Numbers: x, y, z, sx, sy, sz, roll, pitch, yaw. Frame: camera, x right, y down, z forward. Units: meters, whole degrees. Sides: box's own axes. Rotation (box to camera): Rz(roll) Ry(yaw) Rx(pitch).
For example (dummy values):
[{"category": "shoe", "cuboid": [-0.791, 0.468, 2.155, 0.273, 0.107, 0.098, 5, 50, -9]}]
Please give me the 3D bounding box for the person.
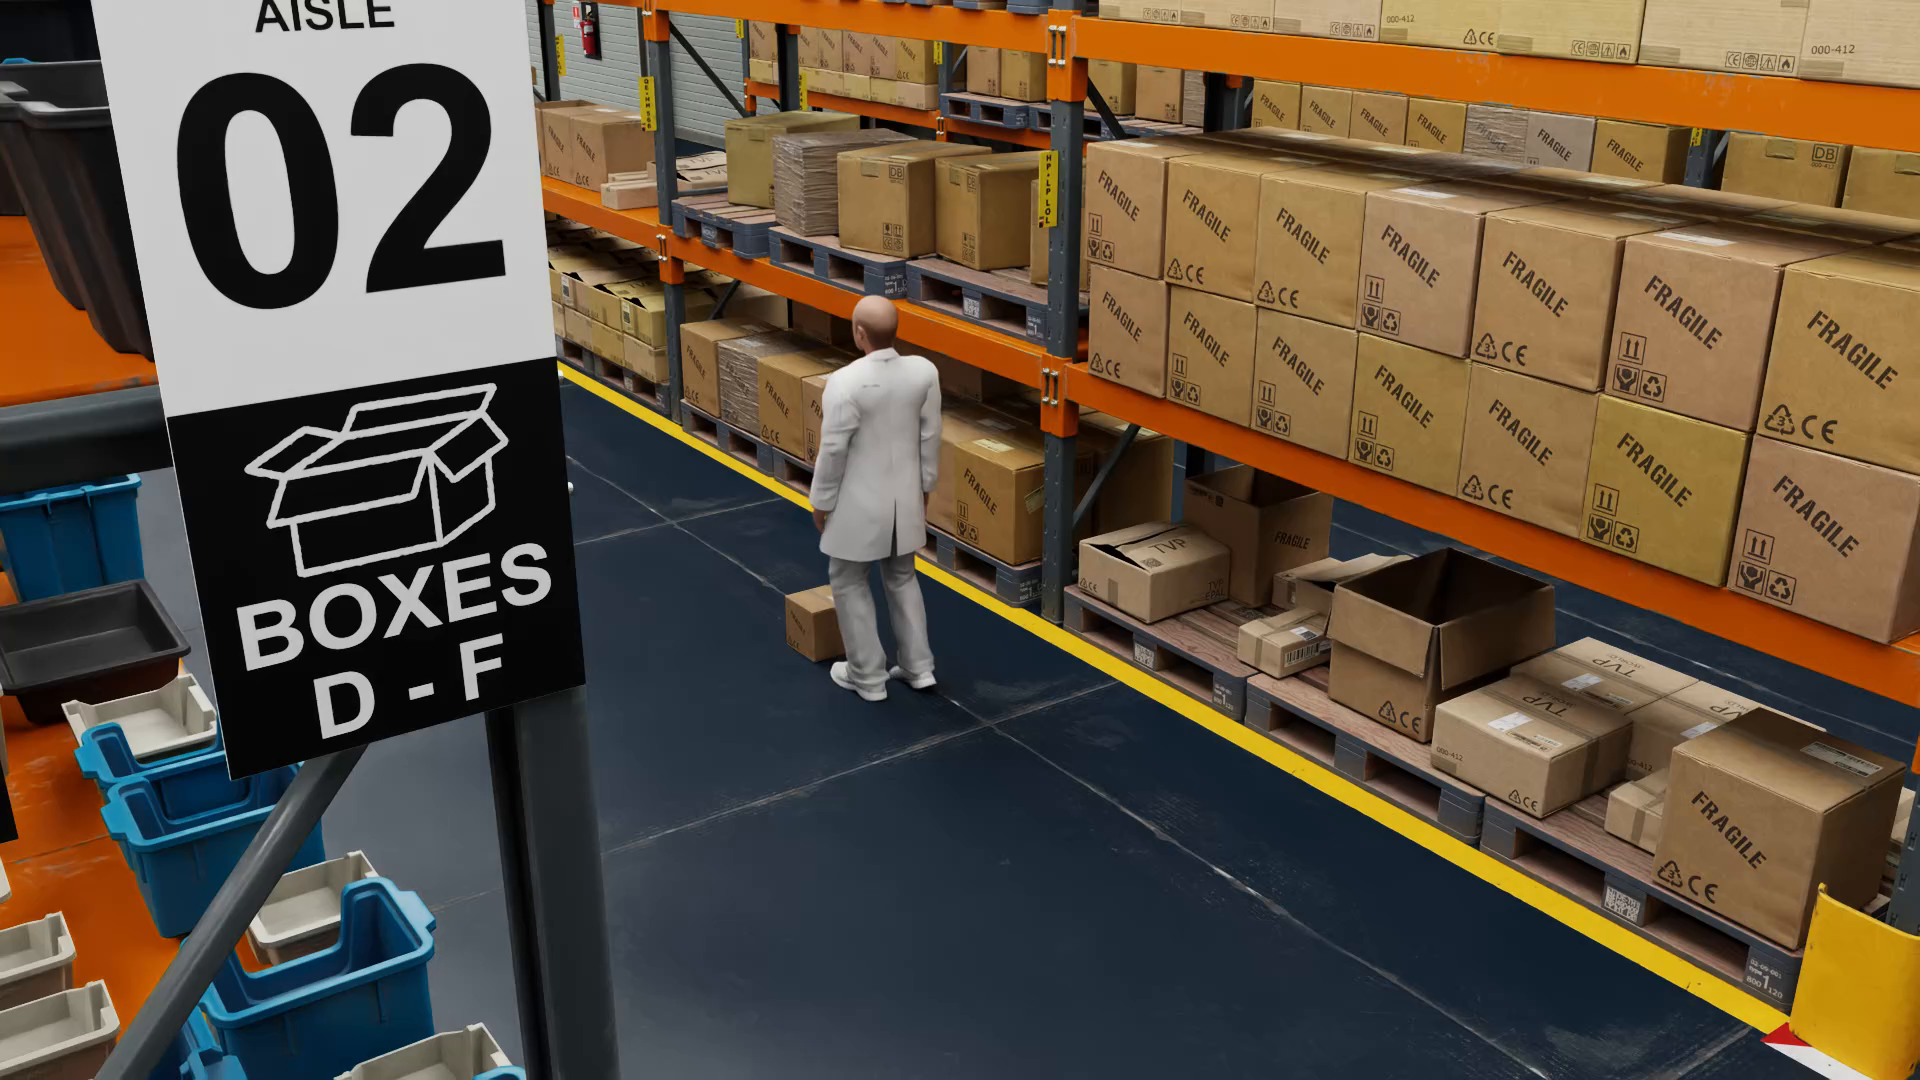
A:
[{"category": "person", "cuboid": [-0.363, -0.147, 7.091, 0.601, 1.833, 0.429, -14, 25, -32]}]
